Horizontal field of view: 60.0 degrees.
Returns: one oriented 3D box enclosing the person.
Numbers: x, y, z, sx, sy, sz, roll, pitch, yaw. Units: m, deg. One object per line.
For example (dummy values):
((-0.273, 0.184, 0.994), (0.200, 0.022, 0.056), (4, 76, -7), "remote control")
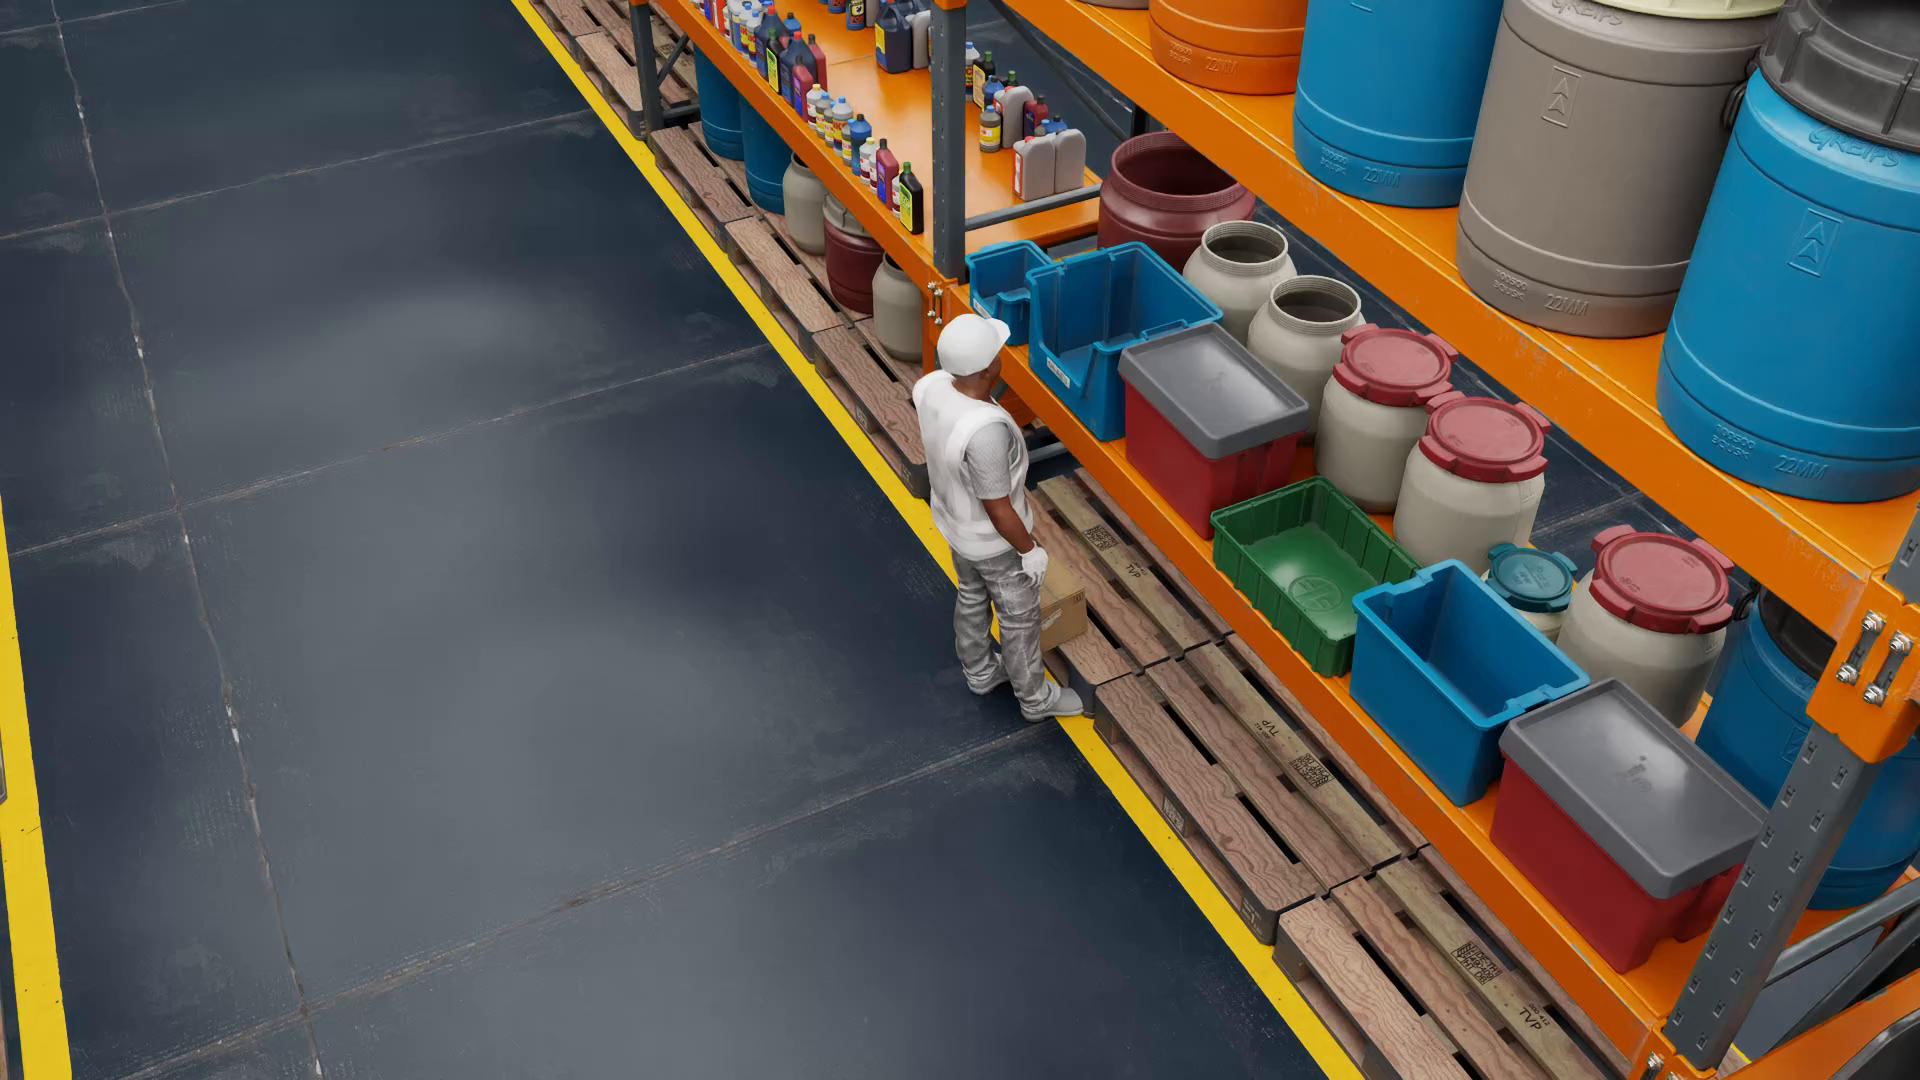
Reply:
((0.163, -0.090, 6.232), (0.576, 1.784, 0.657), (-19, 44, -21), "person")
